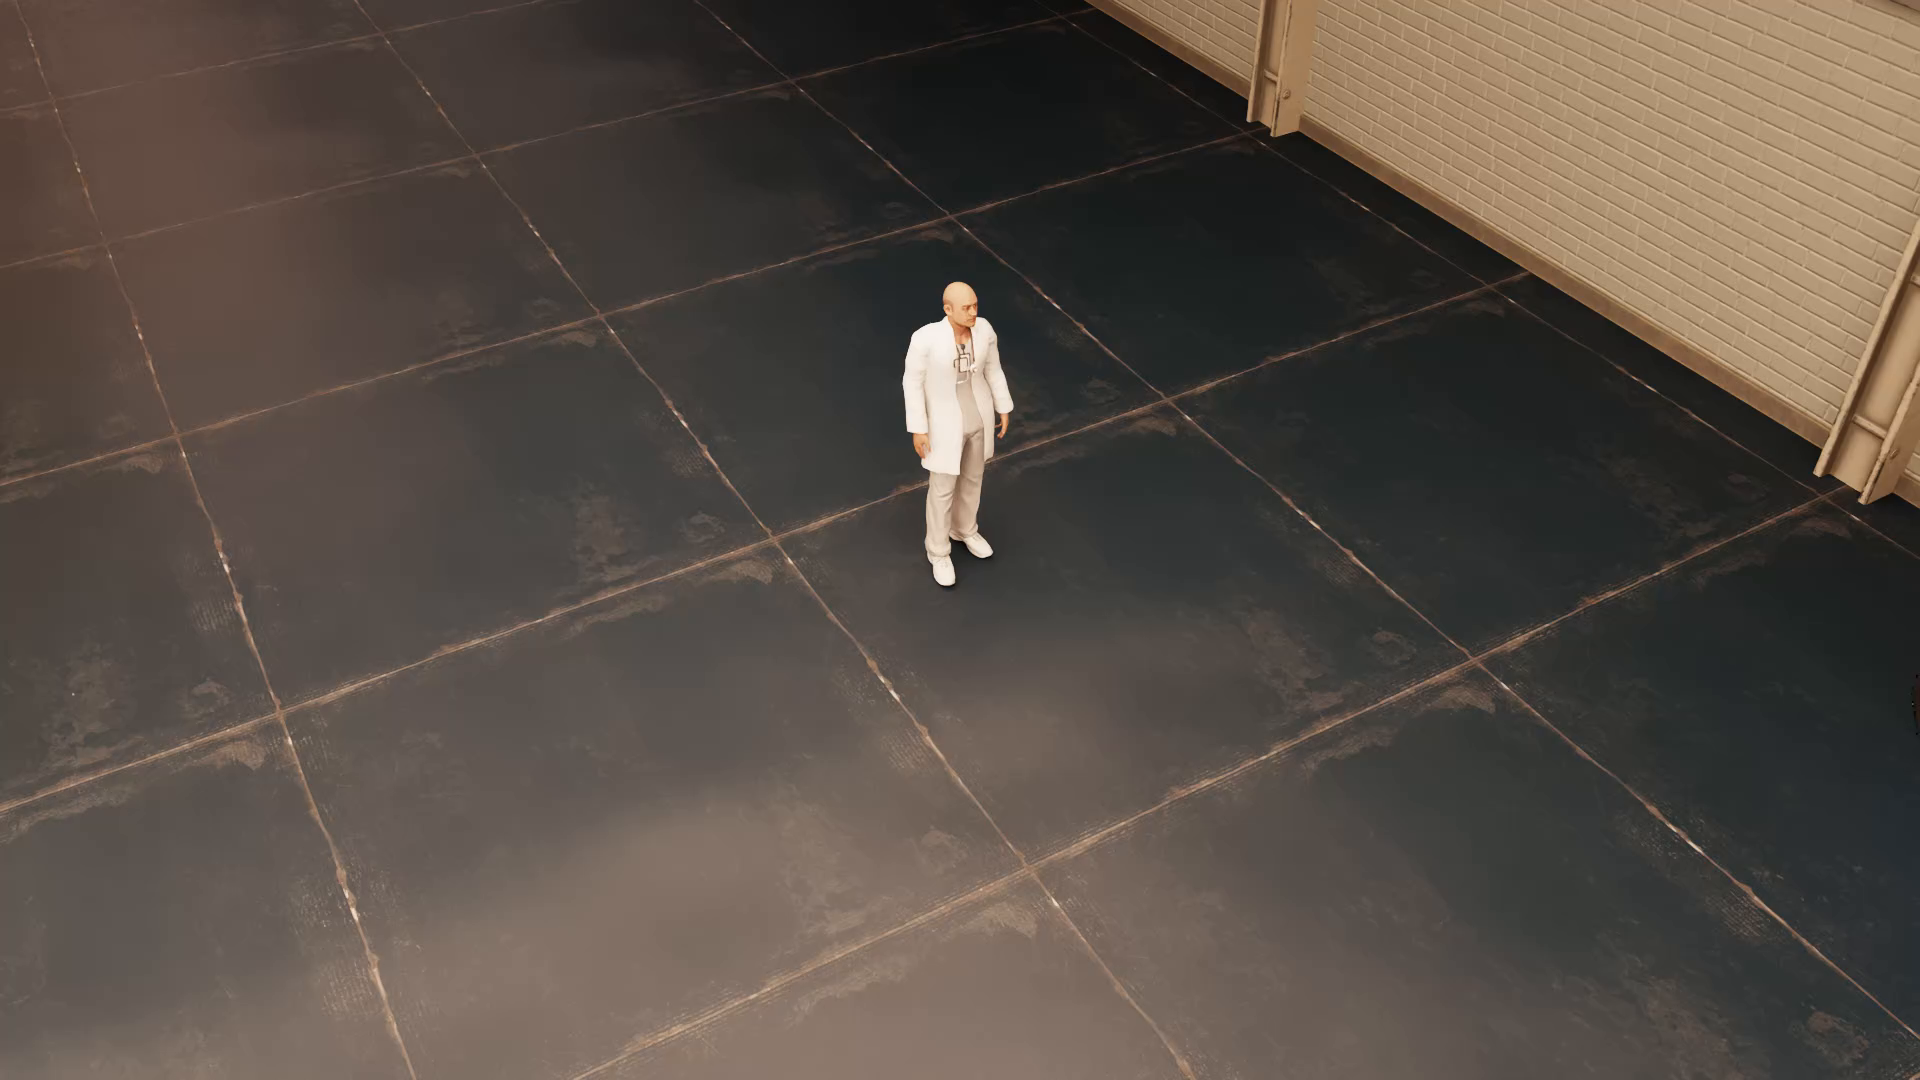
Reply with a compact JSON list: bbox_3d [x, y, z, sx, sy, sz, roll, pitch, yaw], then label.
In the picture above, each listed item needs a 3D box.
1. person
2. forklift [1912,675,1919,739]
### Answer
[{"bbox_3d":[0.041,-0.638,9.698,0.696,1.776,0.581,-20,44,-23],"label":"person"},{"bbox_3d":[6.577,0.328,7.641,3.031,2.935,1.130,12,41,14],"label":"forklift"}]
